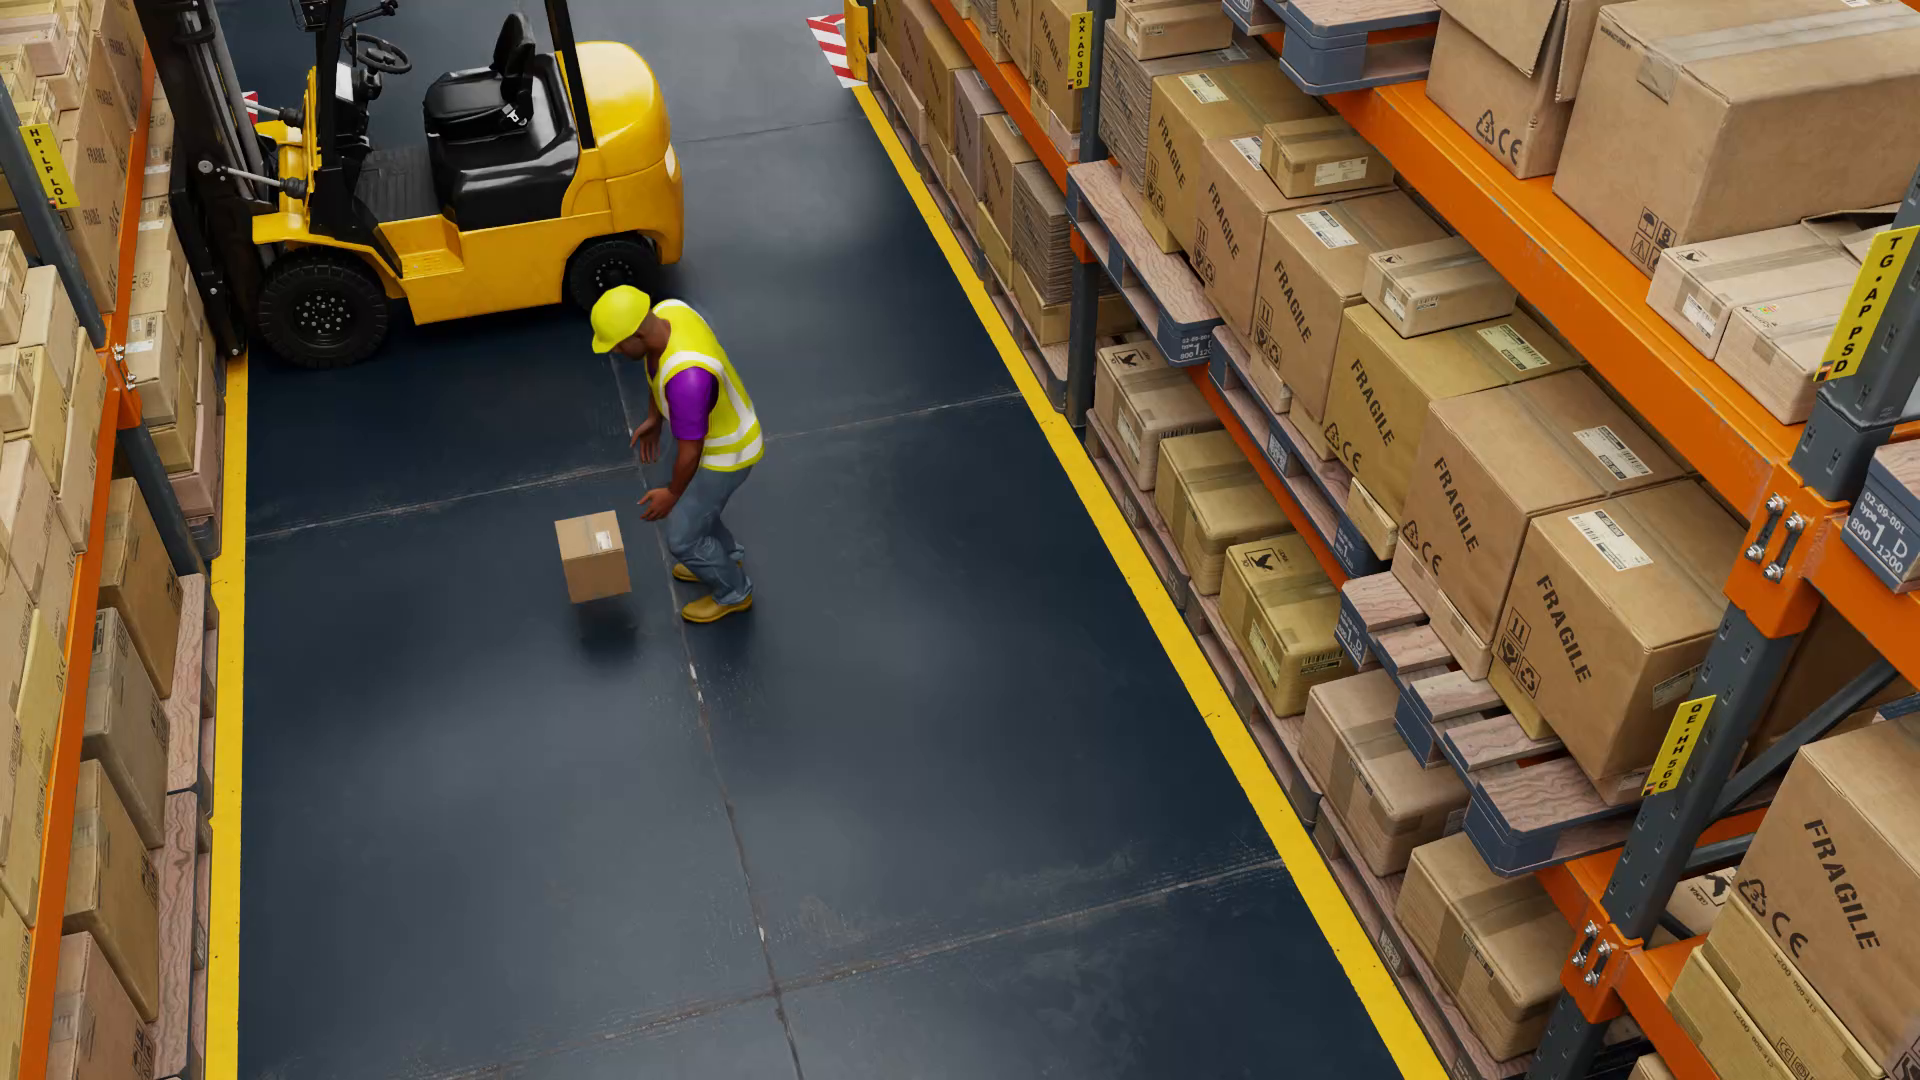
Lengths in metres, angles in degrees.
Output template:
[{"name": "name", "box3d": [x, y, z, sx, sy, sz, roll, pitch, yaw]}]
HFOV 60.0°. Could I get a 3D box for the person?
[{"name": "person", "box3d": [-1.086, -0.352, 6.650, 0.597, 1.613, 0.616, -11, 43, -12]}]
